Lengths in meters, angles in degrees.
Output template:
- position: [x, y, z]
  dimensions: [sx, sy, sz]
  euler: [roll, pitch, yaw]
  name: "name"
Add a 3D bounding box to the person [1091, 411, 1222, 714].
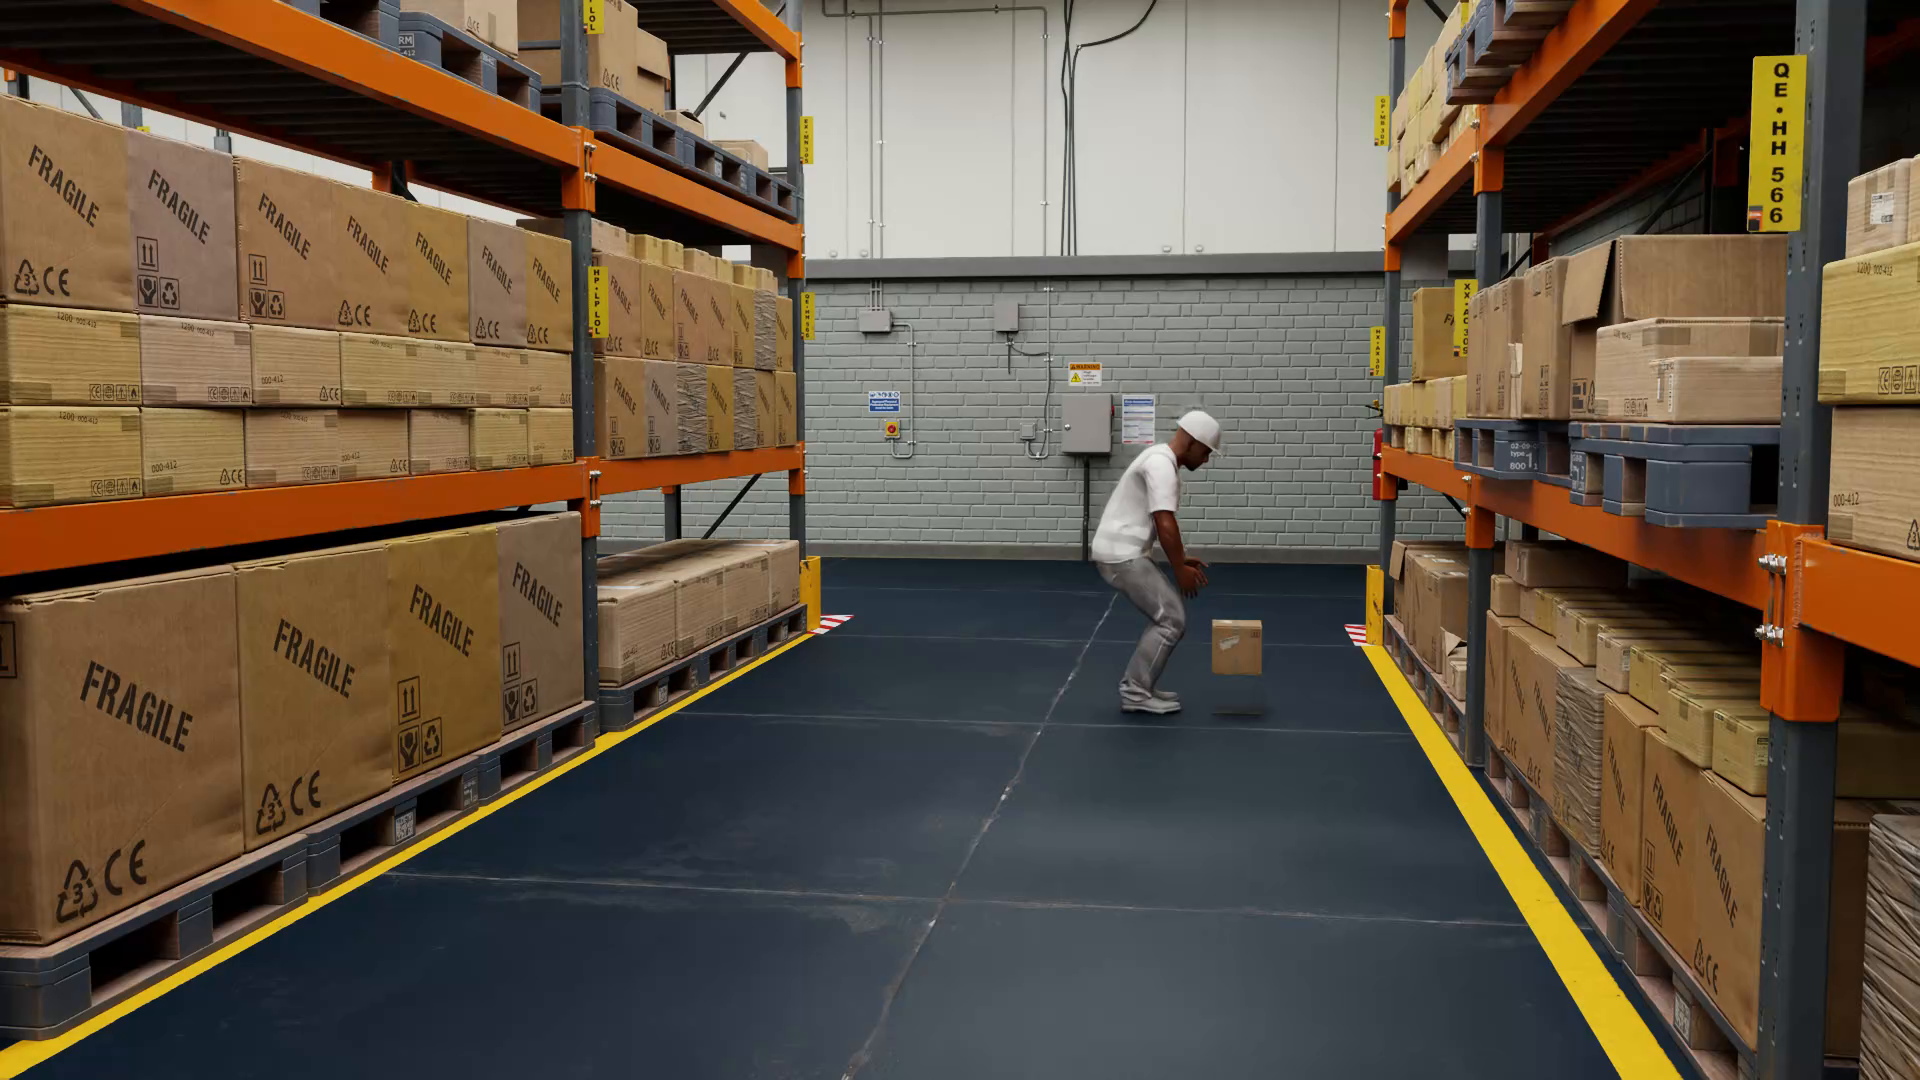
- position: [1.018, 0.102, 8.634]
  dimensions: [0.666, 1.543, 0.625]
  euler: [1, 4, 9]
  name: "person"
